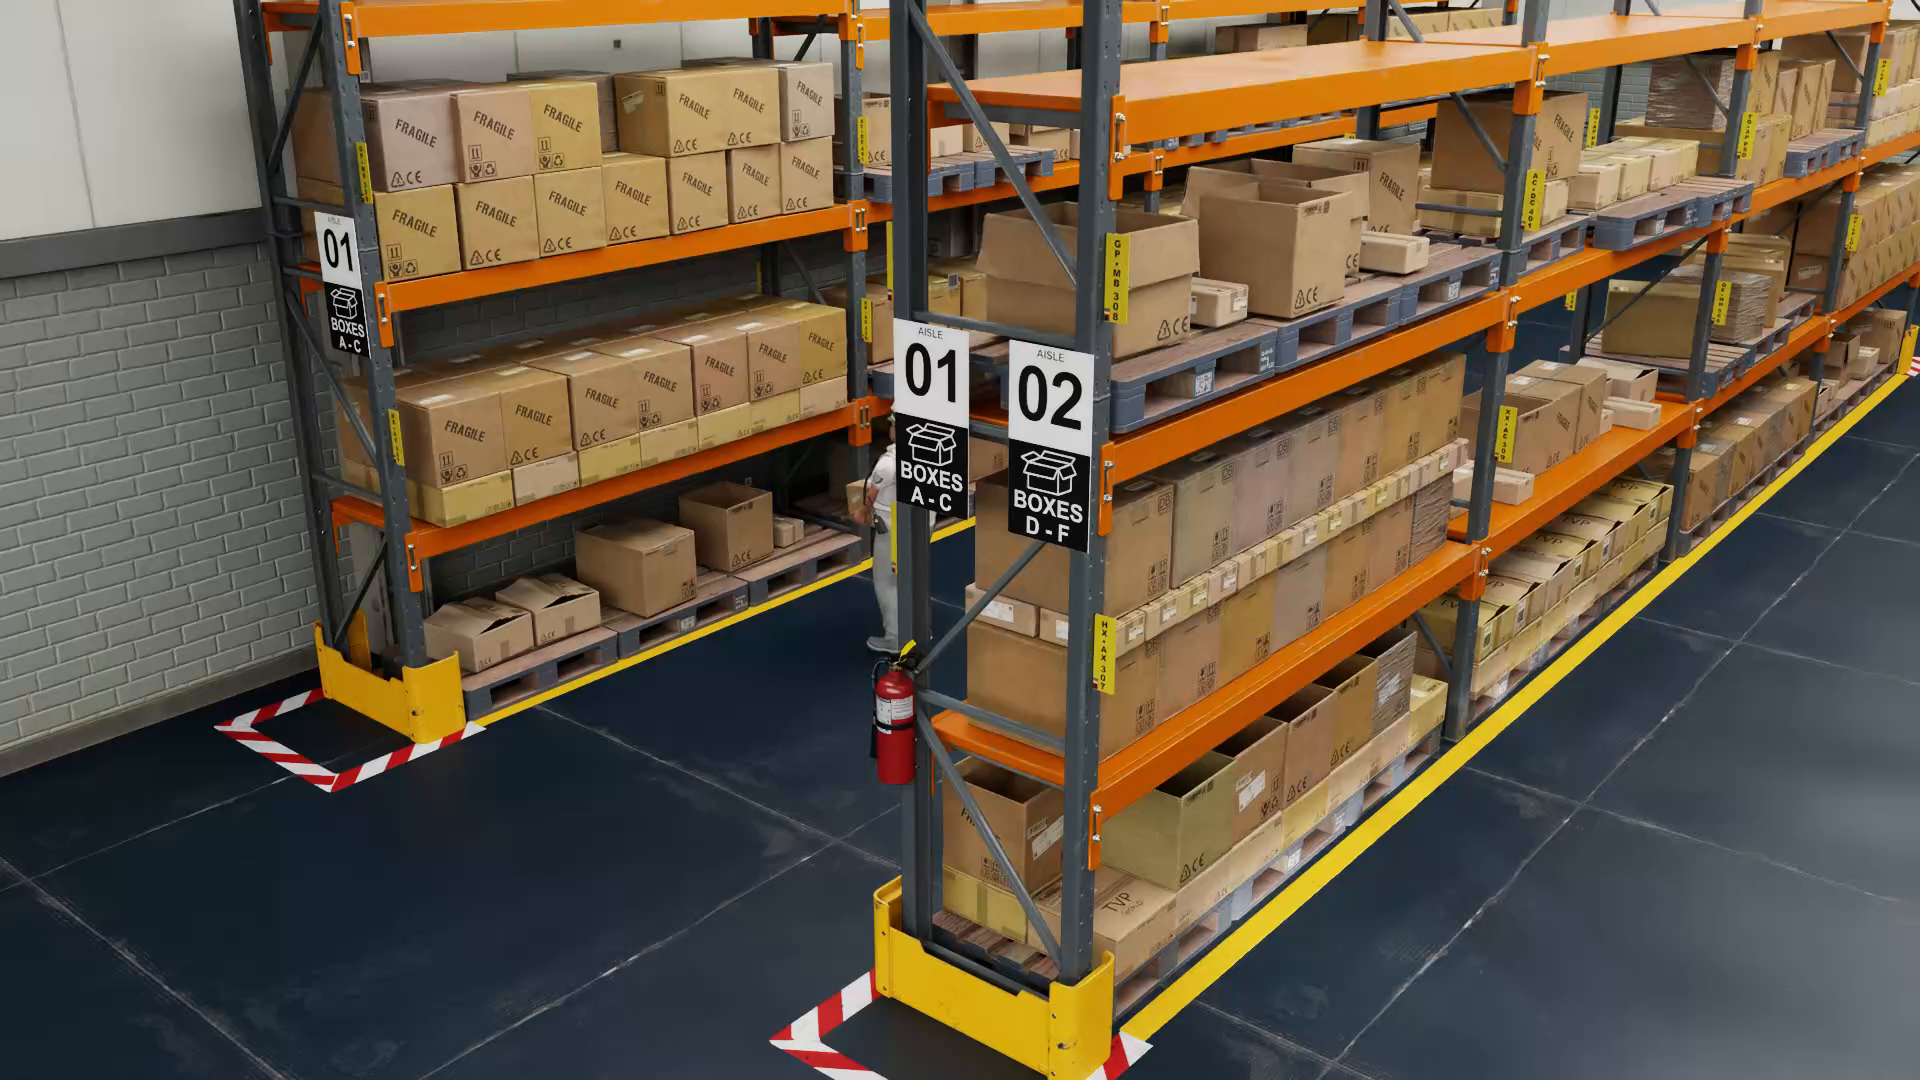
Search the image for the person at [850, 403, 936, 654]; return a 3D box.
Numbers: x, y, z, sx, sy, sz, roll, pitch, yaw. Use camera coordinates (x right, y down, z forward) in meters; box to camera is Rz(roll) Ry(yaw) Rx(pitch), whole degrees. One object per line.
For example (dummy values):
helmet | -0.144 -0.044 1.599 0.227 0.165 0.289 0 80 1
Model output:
person | -0.462 -0.110 11.344 0.563 1.767 0.494 16 26 38
